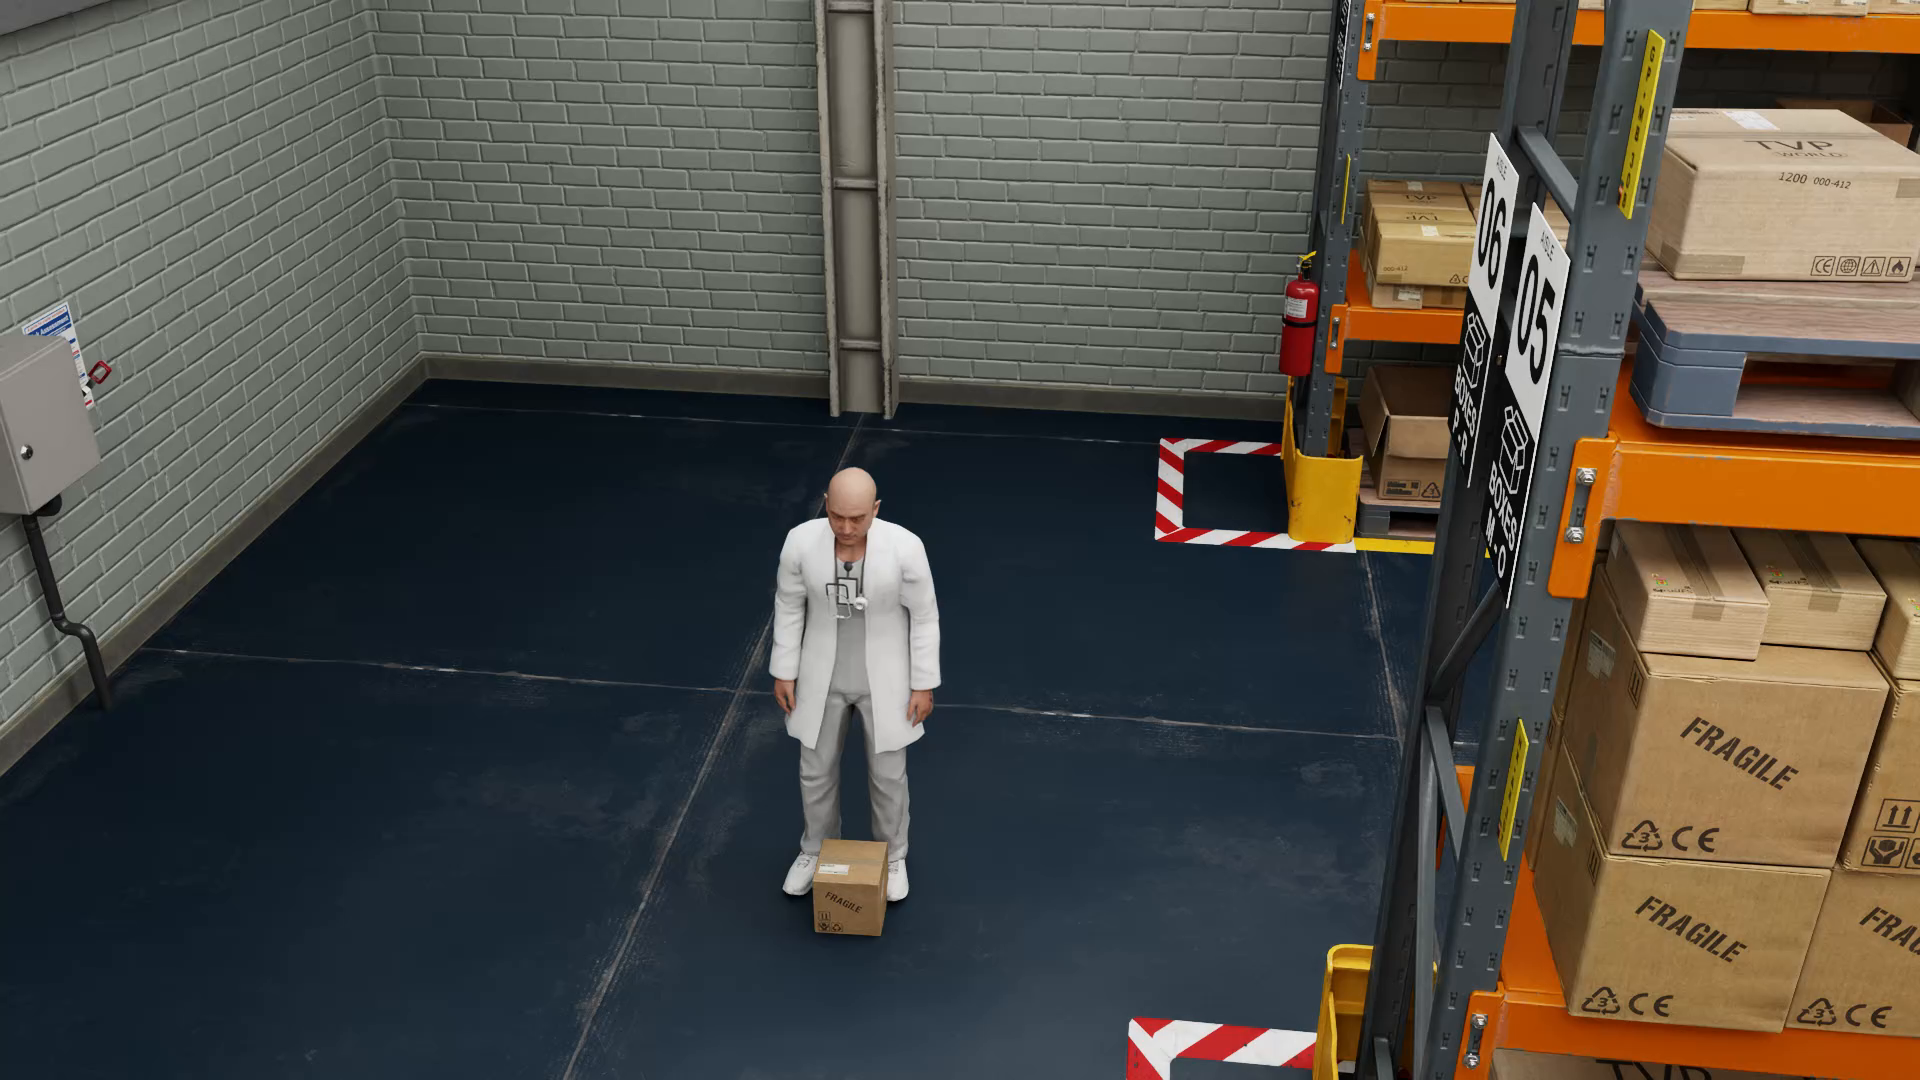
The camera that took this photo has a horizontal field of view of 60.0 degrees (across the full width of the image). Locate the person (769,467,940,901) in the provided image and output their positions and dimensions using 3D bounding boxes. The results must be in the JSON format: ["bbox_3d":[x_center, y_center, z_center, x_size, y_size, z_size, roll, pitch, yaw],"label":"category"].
[{"bbox_3d":[-0.390,0.524,6.154,0.643,1.773,0.427,3,28,6],"label":"person"}]
